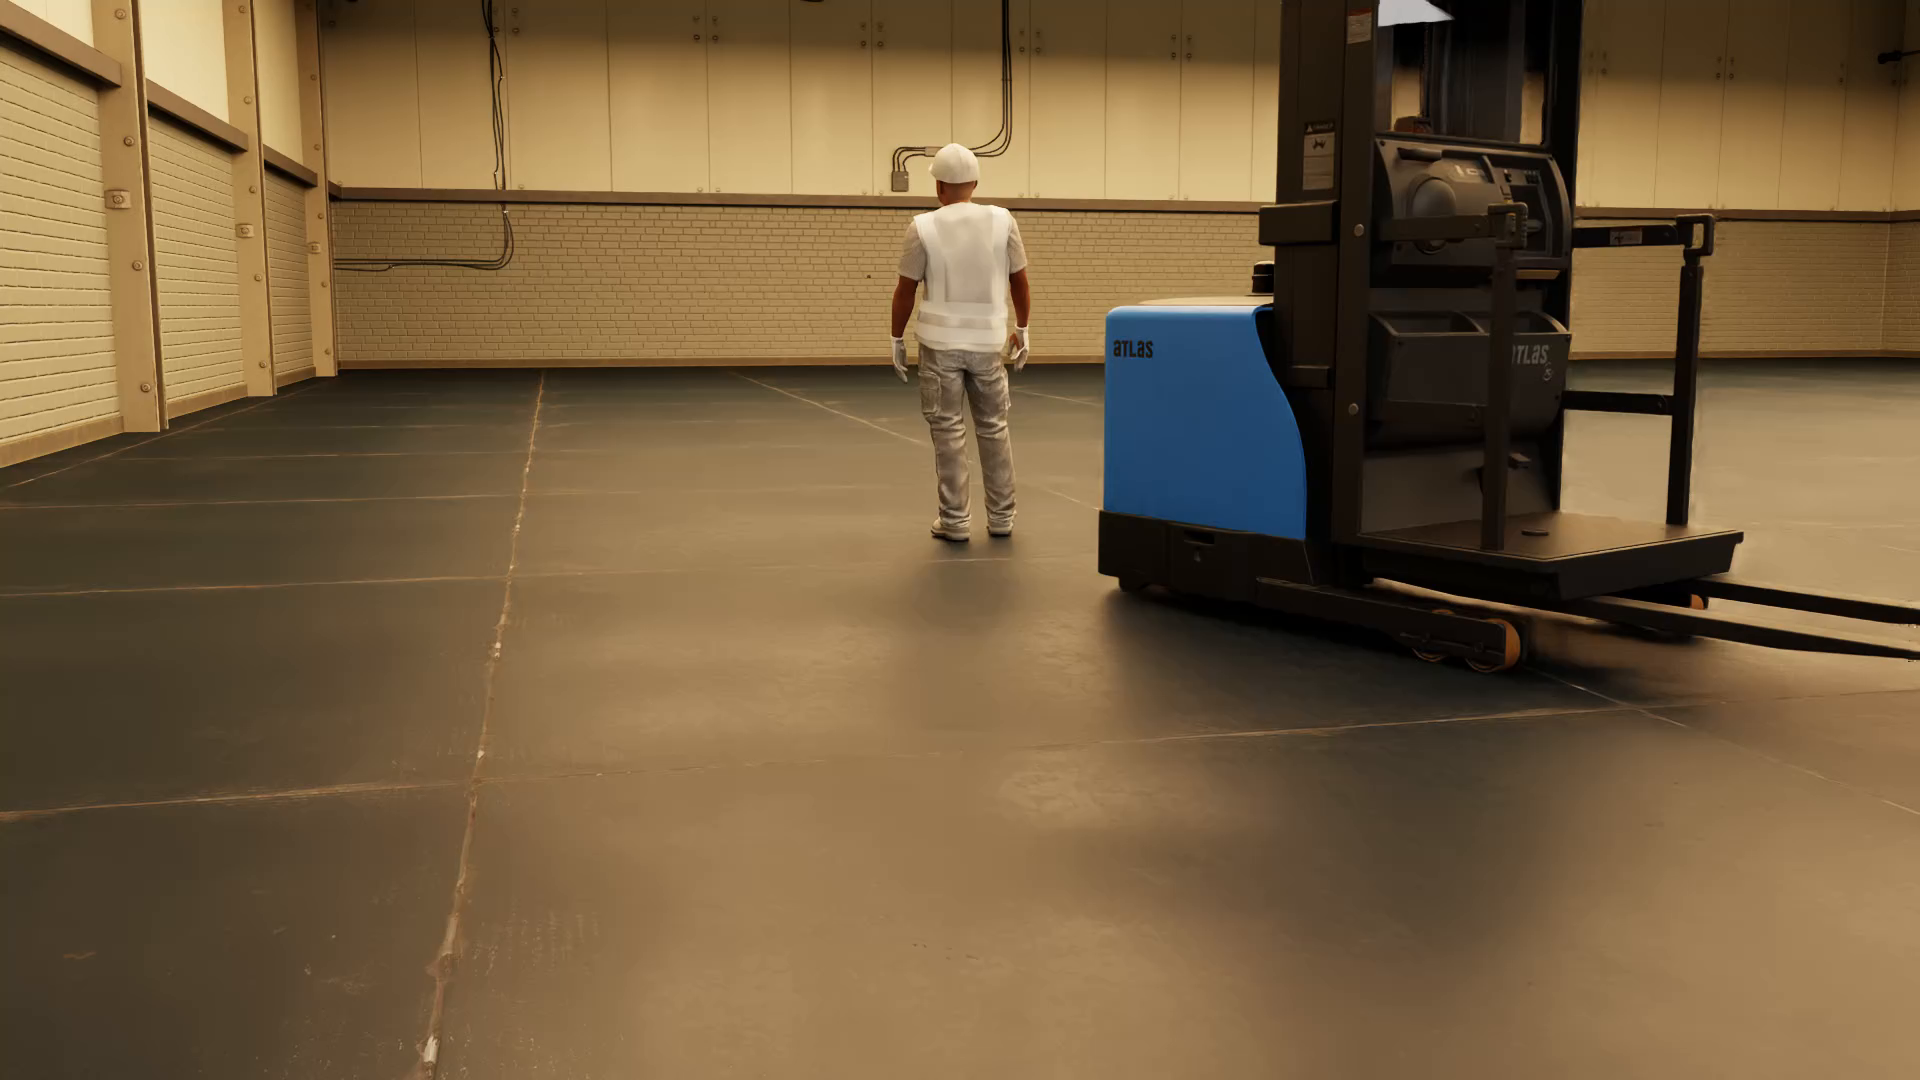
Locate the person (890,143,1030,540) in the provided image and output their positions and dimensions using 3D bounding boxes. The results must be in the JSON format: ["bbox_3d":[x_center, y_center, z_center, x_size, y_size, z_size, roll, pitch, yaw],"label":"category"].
[{"bbox_3d":[-0.010,-0.900,7.654,0.656,1.784,0.575,-2,8,-13],"label":"person"}]

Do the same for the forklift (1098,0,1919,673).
[{"bbox_3d":[1.805,-1.135,5.242,1.130,2.935,3.031,-6,10,-36],"label":"forklift"}]
